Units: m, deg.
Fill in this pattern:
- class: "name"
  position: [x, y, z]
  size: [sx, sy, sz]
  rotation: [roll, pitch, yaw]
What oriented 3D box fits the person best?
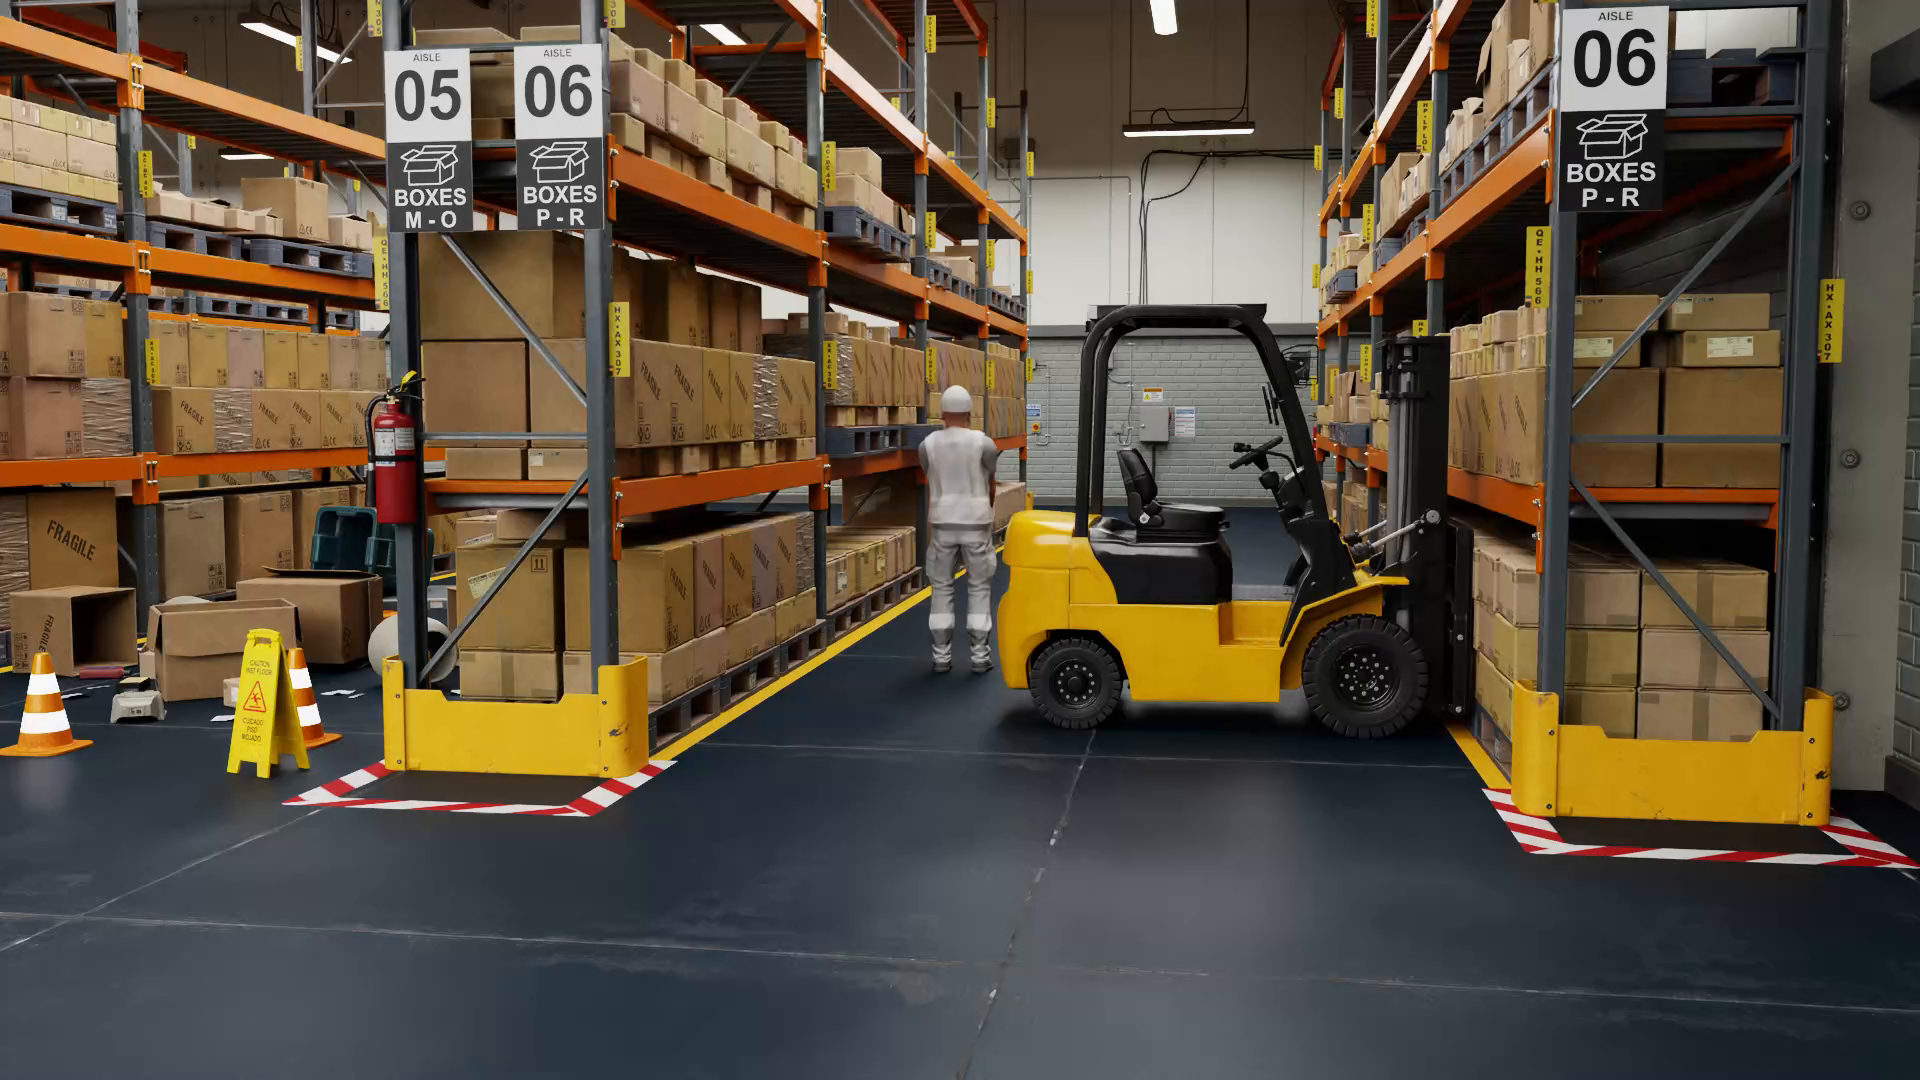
- class: "person"
  position: [0.005, -0.078, 10.462]
  size: [0.494, 1.783, 0.557]
  rotation: [1, 4, 8]
